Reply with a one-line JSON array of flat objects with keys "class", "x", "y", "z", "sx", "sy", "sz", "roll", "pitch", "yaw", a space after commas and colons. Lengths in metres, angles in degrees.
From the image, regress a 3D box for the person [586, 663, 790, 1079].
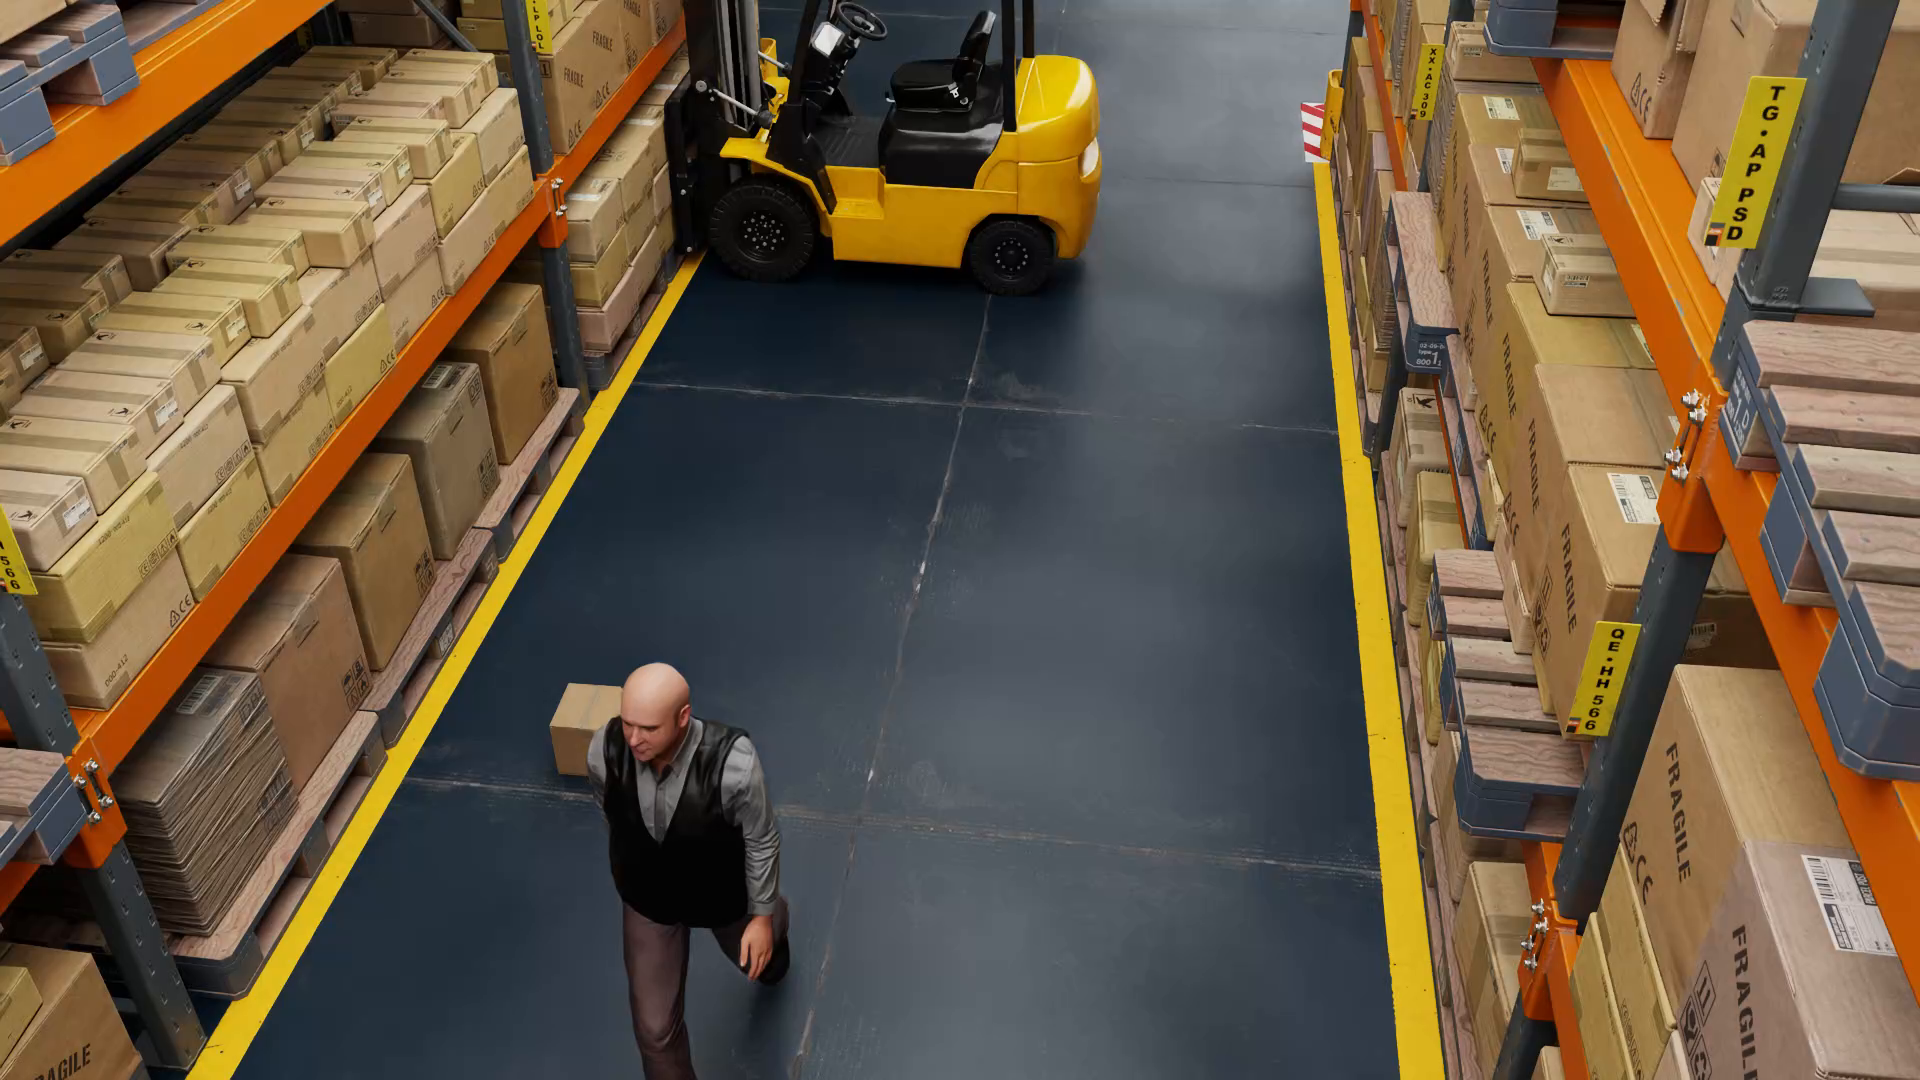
[{"class": "person", "x": -0.763, "y": 0.981, "z": 4.814, "sx": 0.543, "sy": 1.677, "sz": 1.020, "roll": 2, "pitch": 36, "yaw": 3}]
